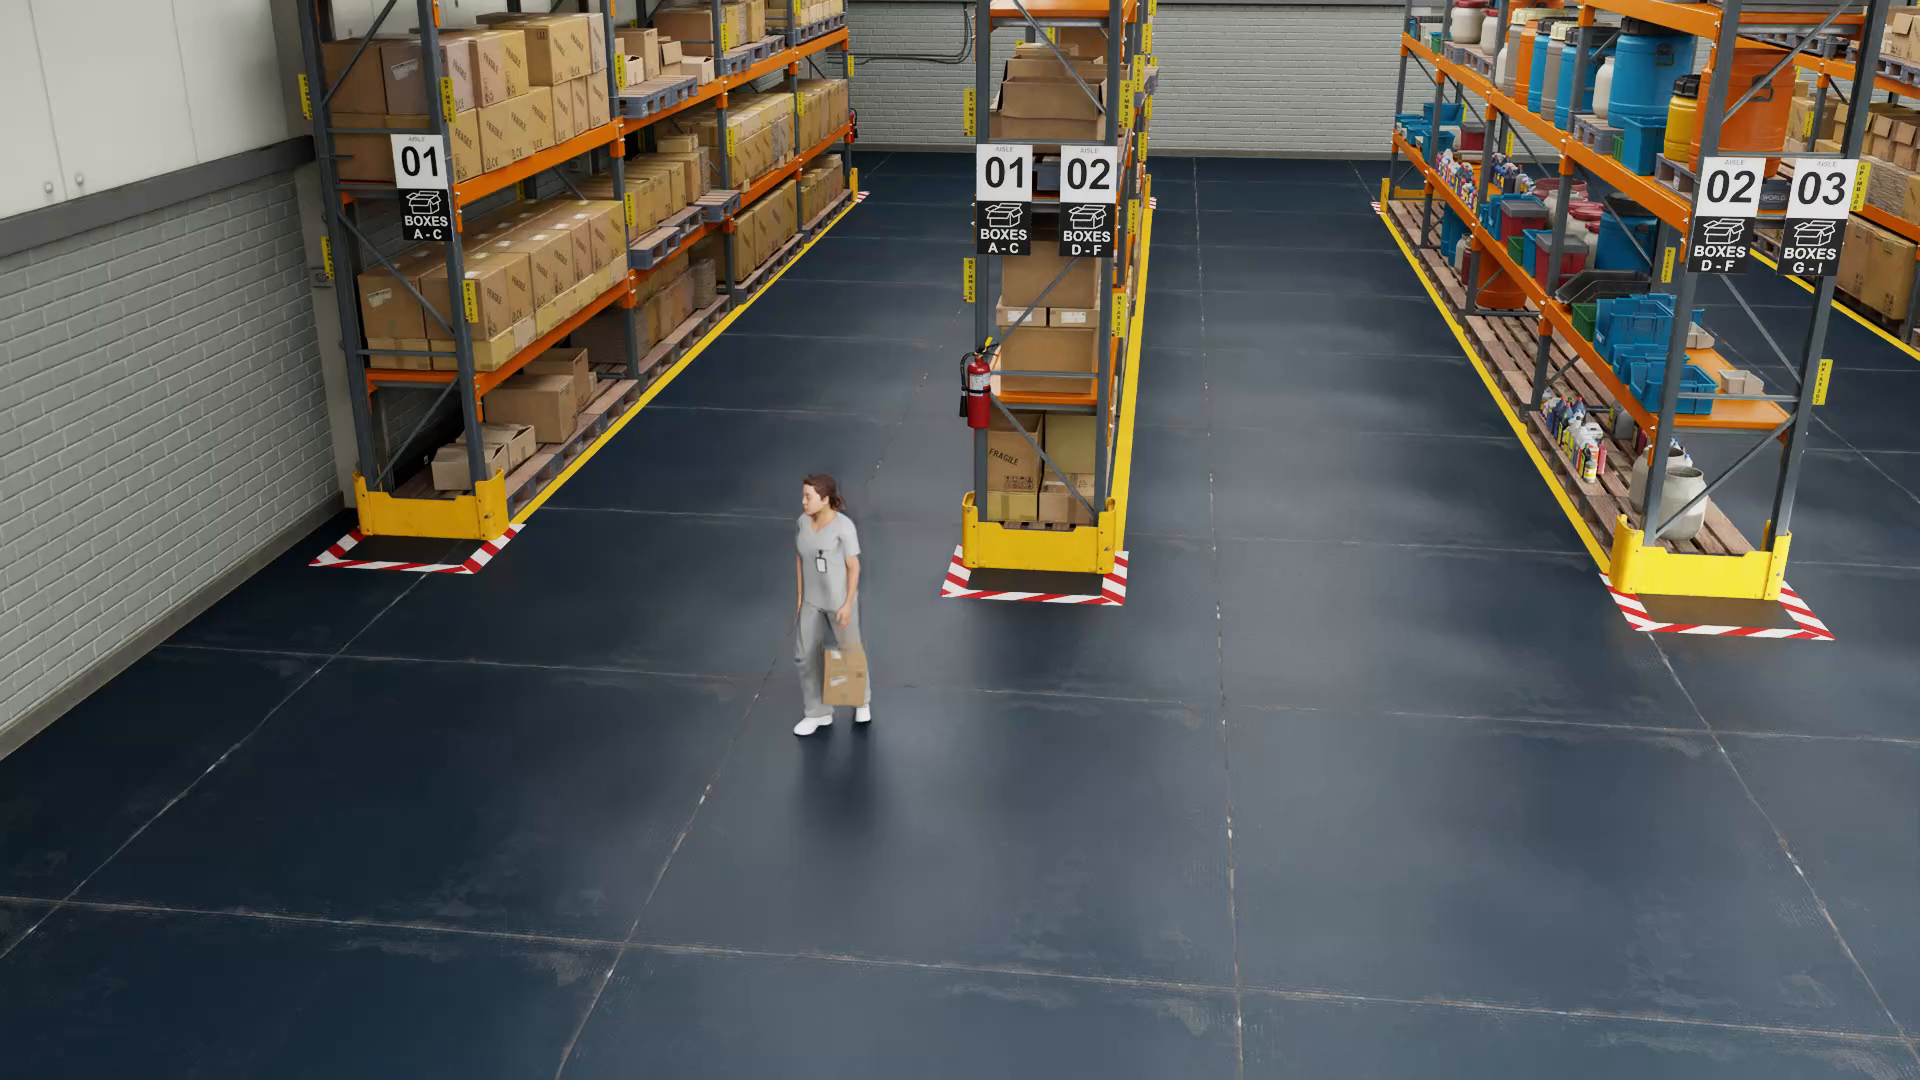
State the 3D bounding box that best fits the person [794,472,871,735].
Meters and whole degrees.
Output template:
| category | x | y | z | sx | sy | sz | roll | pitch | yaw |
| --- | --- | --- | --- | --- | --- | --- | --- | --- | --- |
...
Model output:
| category | x | y | z | sx | sy | sz | roll | pitch | yaw |
| --- | --- | --- | --- | --- | --- | --- | --- | --- | --- |
| person | -0.790 | 0.368 | 10.149 | 0.468 | 1.662 | 0.577 | 12 | 24 | 28 |
